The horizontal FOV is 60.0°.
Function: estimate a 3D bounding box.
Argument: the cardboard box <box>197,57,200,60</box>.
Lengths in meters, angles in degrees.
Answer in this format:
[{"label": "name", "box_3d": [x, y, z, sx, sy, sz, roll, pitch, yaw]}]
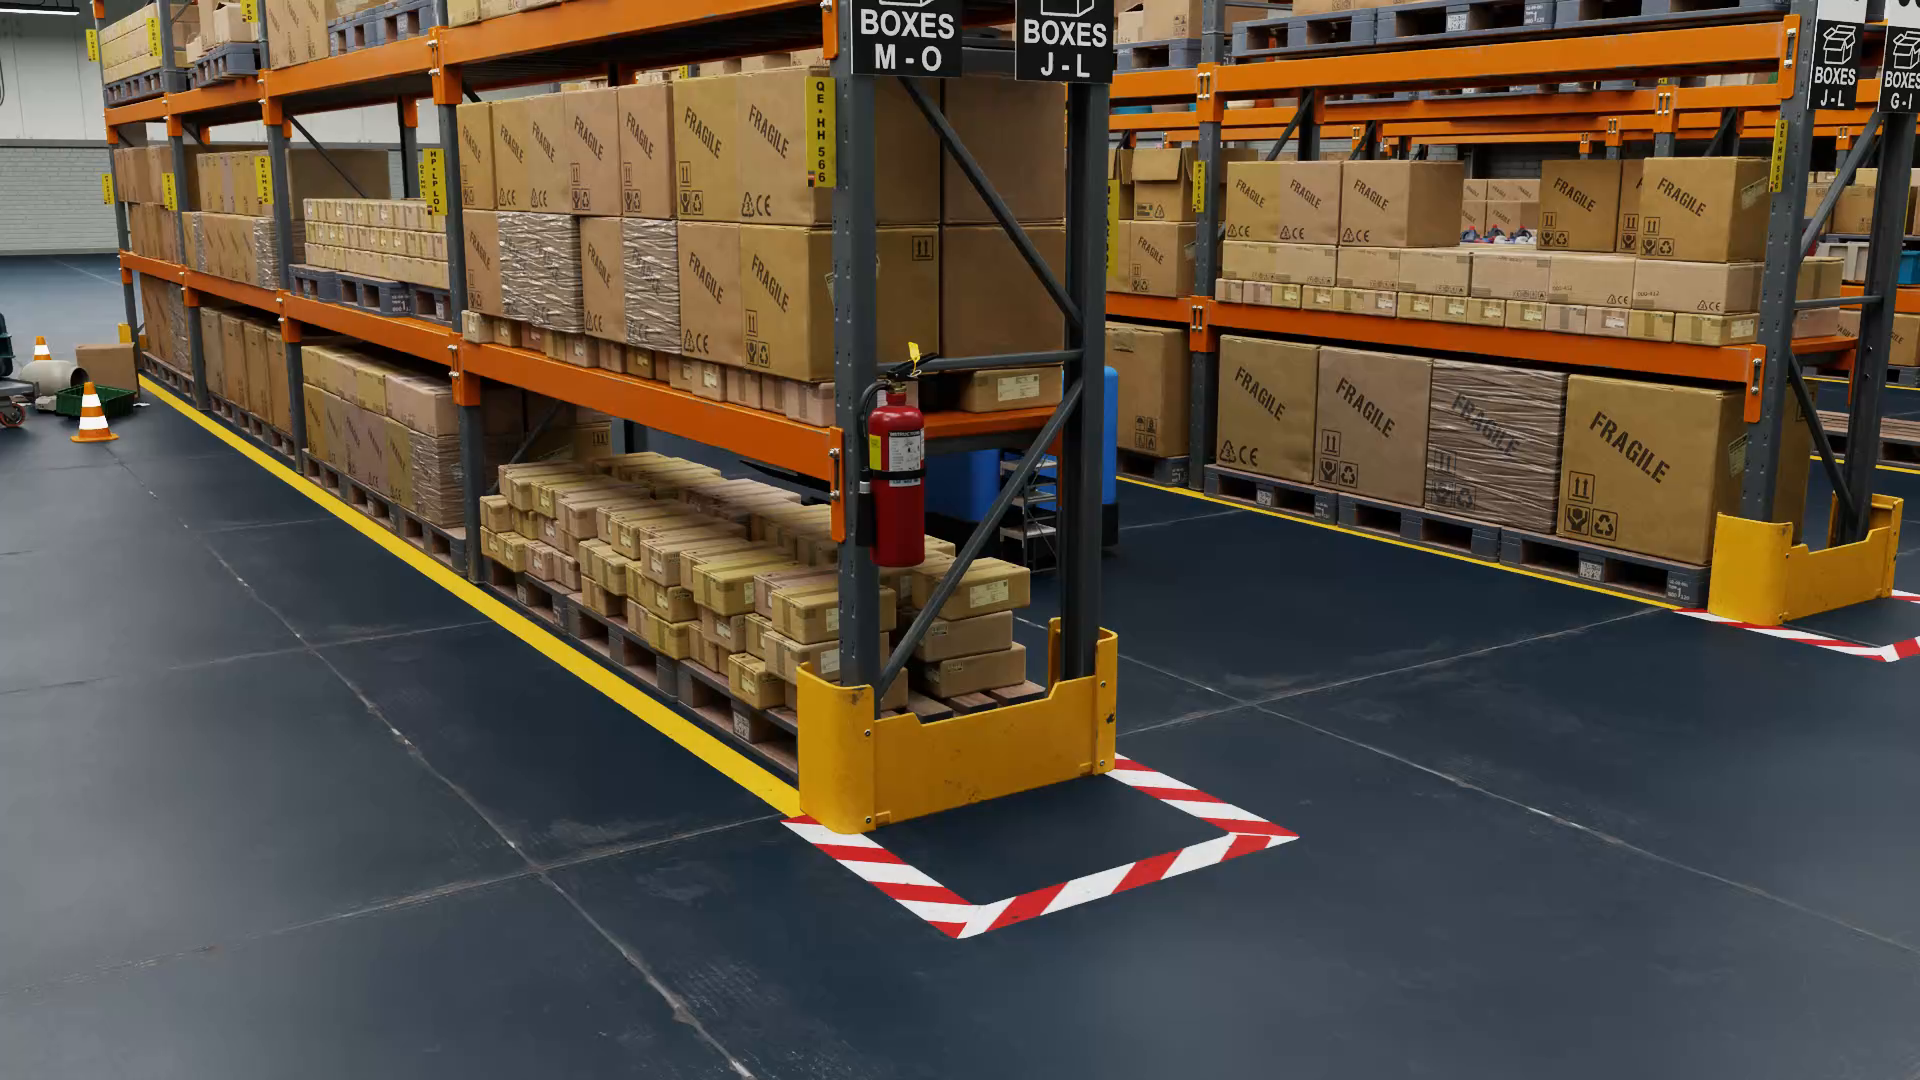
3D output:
[{"label": "cardboard box", "box_3d": [-6.230, -4.098, 13.927, 0.250, 0.149, 0.380, -8, 15, -33]}]

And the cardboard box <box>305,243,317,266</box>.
[{"label": "cardboard box", "box_3d": [-4.302, -1.982, 11.510, 0.380, 0.149, 0.250, -8, 15, -34]}]

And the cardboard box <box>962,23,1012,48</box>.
[{"label": "cardboard box", "box_3d": [0.201, -4.193, 13.770, 0.797, 0.503, 0.637, -7, 14, -29]}]

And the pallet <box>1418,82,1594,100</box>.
[{"label": "pallet", "box_3d": [4.996, -4.150, 15.236, 1.003, 0.211, 1.213, -8, 15, -33]}]

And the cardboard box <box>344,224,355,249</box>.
[{"label": "cardboard box", "box_3d": [-3.701, -1.937, 10.607, 0.380, 0.149, 0.250, -8, 15, -33]}]

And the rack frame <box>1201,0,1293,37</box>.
[{"label": "rack frame", "box_3d": [2.019, -4.792, 10.710, 1.000, 3.000, 0.127, -8, 15, -33]}]

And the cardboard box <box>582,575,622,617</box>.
[{"label": "cardboard box", "box_3d": [-1.479, 0.224, 7.504, 0.380, 0.149, 0.250, -9, 15, -34]}]

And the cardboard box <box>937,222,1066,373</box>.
[{"label": "cardboard box", "box_3d": [0.032, -0.887, 5.967, 0.500, 0.500, 0.500, -7, 14, -30]}]

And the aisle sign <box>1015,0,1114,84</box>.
[{"label": "aisle sign", "box_3d": [0.341, -1.873, 5.320, 0.394, 0.787, 0.004, -8, 15, -33]}]

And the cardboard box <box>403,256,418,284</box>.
[{"label": "cardboard box", "box_3d": [-2.970, -1.557, 9.565, 0.380, 0.149, 0.250, -9, 15, -36]}]

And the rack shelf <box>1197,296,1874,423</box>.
[{"label": "rack shelf", "box_3d": [3.127, -1.154, 9.801, 1.077, 0.370, 4.000, -8, 15, -33]}]

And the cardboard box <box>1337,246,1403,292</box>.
[{"label": "cardboard box", "box_3d": [2.625, -1.638, 9.985, 0.500, 0.250, 0.500, -8, 14, -31]}]

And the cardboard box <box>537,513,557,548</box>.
[{"label": "cardboard box", "box_3d": [-1.851, -0.074, 8.172, 0.380, 0.149, 0.250, -8, 15, -33]}]

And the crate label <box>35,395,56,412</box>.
[{"label": "crate label", "box_3d": [-8.302, -1.245, 15.237, 0.250, 0.136, 0.298, 4, 13, 16]}]

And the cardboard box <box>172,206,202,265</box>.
[{"label": "cardboard box", "box_3d": [-6.812, -2.852, 15.532, 0.875, 0.550, 0.550, -8, 15, -33]}]

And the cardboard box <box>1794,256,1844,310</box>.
[{"label": "cardboard box", "box_3d": [4.194, -1.339, 8.618, 0.500, 0.250, 0.500, -9, 15, -34]}]

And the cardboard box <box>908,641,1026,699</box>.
[{"label": "cardboard box", "box_3d": [0.027, 0.476, 6.354, 0.380, 0.149, 0.250, -8, 15, -32]}]

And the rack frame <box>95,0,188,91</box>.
[{"label": "rack frame", "box_3d": [-8.814, -6.357, 17.866, 1.000, 3.000, 0.127, -8, 15, -33]}]

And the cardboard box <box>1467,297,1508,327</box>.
[{"label": "cardboard box", "box_3d": [3.053, -1.279, 9.276, 0.380, 0.149, 0.250, -8, 15, -33]}]

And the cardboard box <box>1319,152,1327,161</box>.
[{"label": "cardboard box", "box_3d": [5.304, -5.306, 23.834, 0.700, 0.500, 0.500, -8, 15, -33]}]

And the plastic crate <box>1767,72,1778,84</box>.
[{"label": "plastic crate", "box_3d": [6.629, -3.770, 13.553, 0.450, 0.188, 0.662, -8, 15, -33]}]

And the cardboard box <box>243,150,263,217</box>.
[{"label": "cardboard box", "box_3d": [-5.190, -2.802, 13.081, 0.700, 0.500, 0.500, -8, 15, -34]}]

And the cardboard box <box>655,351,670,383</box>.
[{"label": "cardboard box", "box_3d": [-1.006, -0.722, 6.729, 0.380, 0.149, 0.250, -9, 15, -35]}]

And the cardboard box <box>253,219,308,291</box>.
[{"label": "cardboard box", "box_3d": [-4.855, -2.100, 12.211, 0.500, 0.500, 0.500, -8, 15, -33]}]

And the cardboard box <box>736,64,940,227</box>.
[{"label": "cardboard box", "box_3d": [-0.410, -1.315, 5.583, 0.500, 0.500, 0.500, -8, 15, -34]}]

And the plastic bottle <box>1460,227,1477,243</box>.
[{"label": "plastic bottle", "box_3d": [4.751, -2.744, 15.503, 0.144, 0.351, 0.185, -8, 15, -33]}]

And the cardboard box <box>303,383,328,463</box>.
[{"label": "cardboard box", "box_3d": [-4.202, -0.831, 11.510, 0.500, 0.500, 0.500, -9, 15, -35]}]

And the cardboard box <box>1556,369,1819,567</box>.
[{"label": "cardboard box", "box_3d": [3.814, -0.421, 8.757, 0.875, 0.875, 0.875, -8, 15, -33]}]

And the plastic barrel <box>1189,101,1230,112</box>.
[{"label": "plastic barrel", "box_3d": [2.897, -5.283, 18.804, 0.600, 0.901, 0.708, -8, 15, -33]}]

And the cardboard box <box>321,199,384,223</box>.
[{"label": "cardboard box", "box_3d": [-4.004, -2.180, 11.020, 0.380, 0.149, 0.250, -8, 15, -33]}]

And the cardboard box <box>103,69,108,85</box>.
[{"label": "cardboard box", "box_3d": [-8.891, -4.924, 17.706, 0.380, 0.149, 0.250, -8, 15, -32]}]

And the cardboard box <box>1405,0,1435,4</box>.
[{"label": "cardboard box", "box_3d": [2.969, -3.291, 9.418, 0.700, 0.500, 0.500, -7, 14, -30]}]

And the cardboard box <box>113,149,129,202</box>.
[{"label": "cardboard box", "box_3d": [-8.641, -3.956, 18.053, 0.875, 0.550, 0.550, -8, 15, -33]}]

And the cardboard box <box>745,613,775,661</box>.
[{"label": "cardboard box", "box_3d": [-0.580, 0.349, 6.239, 0.380, 0.149, 0.250, -9, 15, -34]}]

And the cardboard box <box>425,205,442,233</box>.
[{"label": "cardboard box", "box_3d": [-2.700, -1.761, 9.105, 0.380, 0.149, 0.250, -9, 15, -34]}]

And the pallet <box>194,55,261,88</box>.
[{"label": "pallet", "box_3d": [-5.405, -3.683, 13.104, 1.003, 0.211, 1.213, -7, 14, -30]}]

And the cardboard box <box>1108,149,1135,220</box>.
[{"label": "cardboard box", "box_3d": [1.288, -2.636, 12.312, 0.797, 0.503, 0.637, -8, 15, -32]}]

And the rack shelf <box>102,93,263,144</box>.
[{"label": "rack shelf", "box_3d": [-7.706, -4.184, 16.637, 1.077, 0.370, 4.000, -8, 15, -33]}]

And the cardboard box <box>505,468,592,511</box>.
[{"label": "cardboard box", "box_3d": [-2.044, -0.253, 8.296, 0.380, 0.149, 0.250, -7, 14, -30]}]

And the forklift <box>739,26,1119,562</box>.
[{"label": "forklift", "box_3d": [-0.363, -1.542, 10.051, 1.130, 2.935, 3.031, -9, 15, -34]}]

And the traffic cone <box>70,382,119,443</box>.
[{"label": "traffic cone", "box_3d": [-7.112, -1.058, 13.617, 0.336, 0.463, 0.334, -8, 15, -33]}]

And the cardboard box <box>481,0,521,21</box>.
[{"label": "cardboard box", "box_3d": [-1.844, -2.482, 7.522, 0.500, 0.250, 0.500, -8, 15, -34]}]

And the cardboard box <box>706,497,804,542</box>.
[{"label": "cardboard box", "box_3d": [-0.922, -0.082, 7.513, 0.380, 0.149, 0.250, -8, 15, -33]}]

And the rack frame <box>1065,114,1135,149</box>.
[{"label": "rack frame", "box_3d": [1.710, -3.870, 20.537, 1.000, 3.000, 0.127, -8, 15, -33]}]

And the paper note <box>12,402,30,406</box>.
[{"label": "paper note", "box_3d": [-8.874, -1.285, 15.686, 0.172, 0.023, 0.155, -3, 13, -13]}]

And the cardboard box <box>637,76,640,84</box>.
[{"label": "cardboard box", "box_3d": [-3.373, -5.088, 18.502, 0.380, 0.149, 0.250, -7, 14, -31]}]

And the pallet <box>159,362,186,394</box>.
[{"label": "pallet", "box_3d": [-7.634, -1.714, 17.206, 1.003, 0.211, 1.213, -8, 15, -33]}]

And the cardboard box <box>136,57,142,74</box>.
[{"label": "cardboard box", "box_3d": [-7.629, -4.519, 15.854, 0.380, 0.149, 0.250, -8, 15, -32]}]

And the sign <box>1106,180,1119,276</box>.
[{"label": "sign", "box_3d": [0.502, -1.068, 5.696, 0.100, 0.325, 0.005, -8, 15, -33]}]

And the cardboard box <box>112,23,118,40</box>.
[{"label": "cardboard box", "box_3d": [-8.332, -5.134, 16.802, 0.380, 0.149, 0.250, -8, 15, -34]}]

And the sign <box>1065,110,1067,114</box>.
[{"label": "sign", "box_3d": [1.246, -5.277, 19.927, 0.100, 0.325, 0.005, -8, 15, -33]}]

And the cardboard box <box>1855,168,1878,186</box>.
[{"label": "cardboard box", "box_3d": [12.227, -4.785, 21.990, 0.500, 0.250, 0.500, -8, 14, -31]}]

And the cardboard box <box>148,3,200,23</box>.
[{"label": "cardboard box", "box_3d": [-7.066, -4.728, 14.945, 0.380, 0.149, 0.250, -8, 15, -33]}]

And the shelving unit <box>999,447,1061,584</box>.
[{"label": "shelving unit", "box_3d": [0.373, -0.236, 8.835, 0.258, 0.900, 0.210, -9, 15, -34]}]

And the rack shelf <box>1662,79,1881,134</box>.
[{"label": "rack shelf", "box_3d": [7.251, -3.206, 12.161, 1.077, 0.370, 4.000, -8, 15, -33]}]

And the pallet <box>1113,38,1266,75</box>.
[{"label": "pallet", "box_3d": [1.470, -3.390, 11.769, 0.805, 0.209, 1.217, -9, 15, -35]}]

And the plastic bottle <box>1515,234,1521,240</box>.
[{"label": "plastic bottle", "box_3d": [5.292, -2.759, 15.759, 0.097, 0.271, 0.097, 0, 12, 0]}]

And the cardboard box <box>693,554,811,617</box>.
[{"label": "cardboard box", "box_3d": [-0.794, 0.170, 6.362, 0.380, 0.149, 0.250, -8, 15, -34]}]
